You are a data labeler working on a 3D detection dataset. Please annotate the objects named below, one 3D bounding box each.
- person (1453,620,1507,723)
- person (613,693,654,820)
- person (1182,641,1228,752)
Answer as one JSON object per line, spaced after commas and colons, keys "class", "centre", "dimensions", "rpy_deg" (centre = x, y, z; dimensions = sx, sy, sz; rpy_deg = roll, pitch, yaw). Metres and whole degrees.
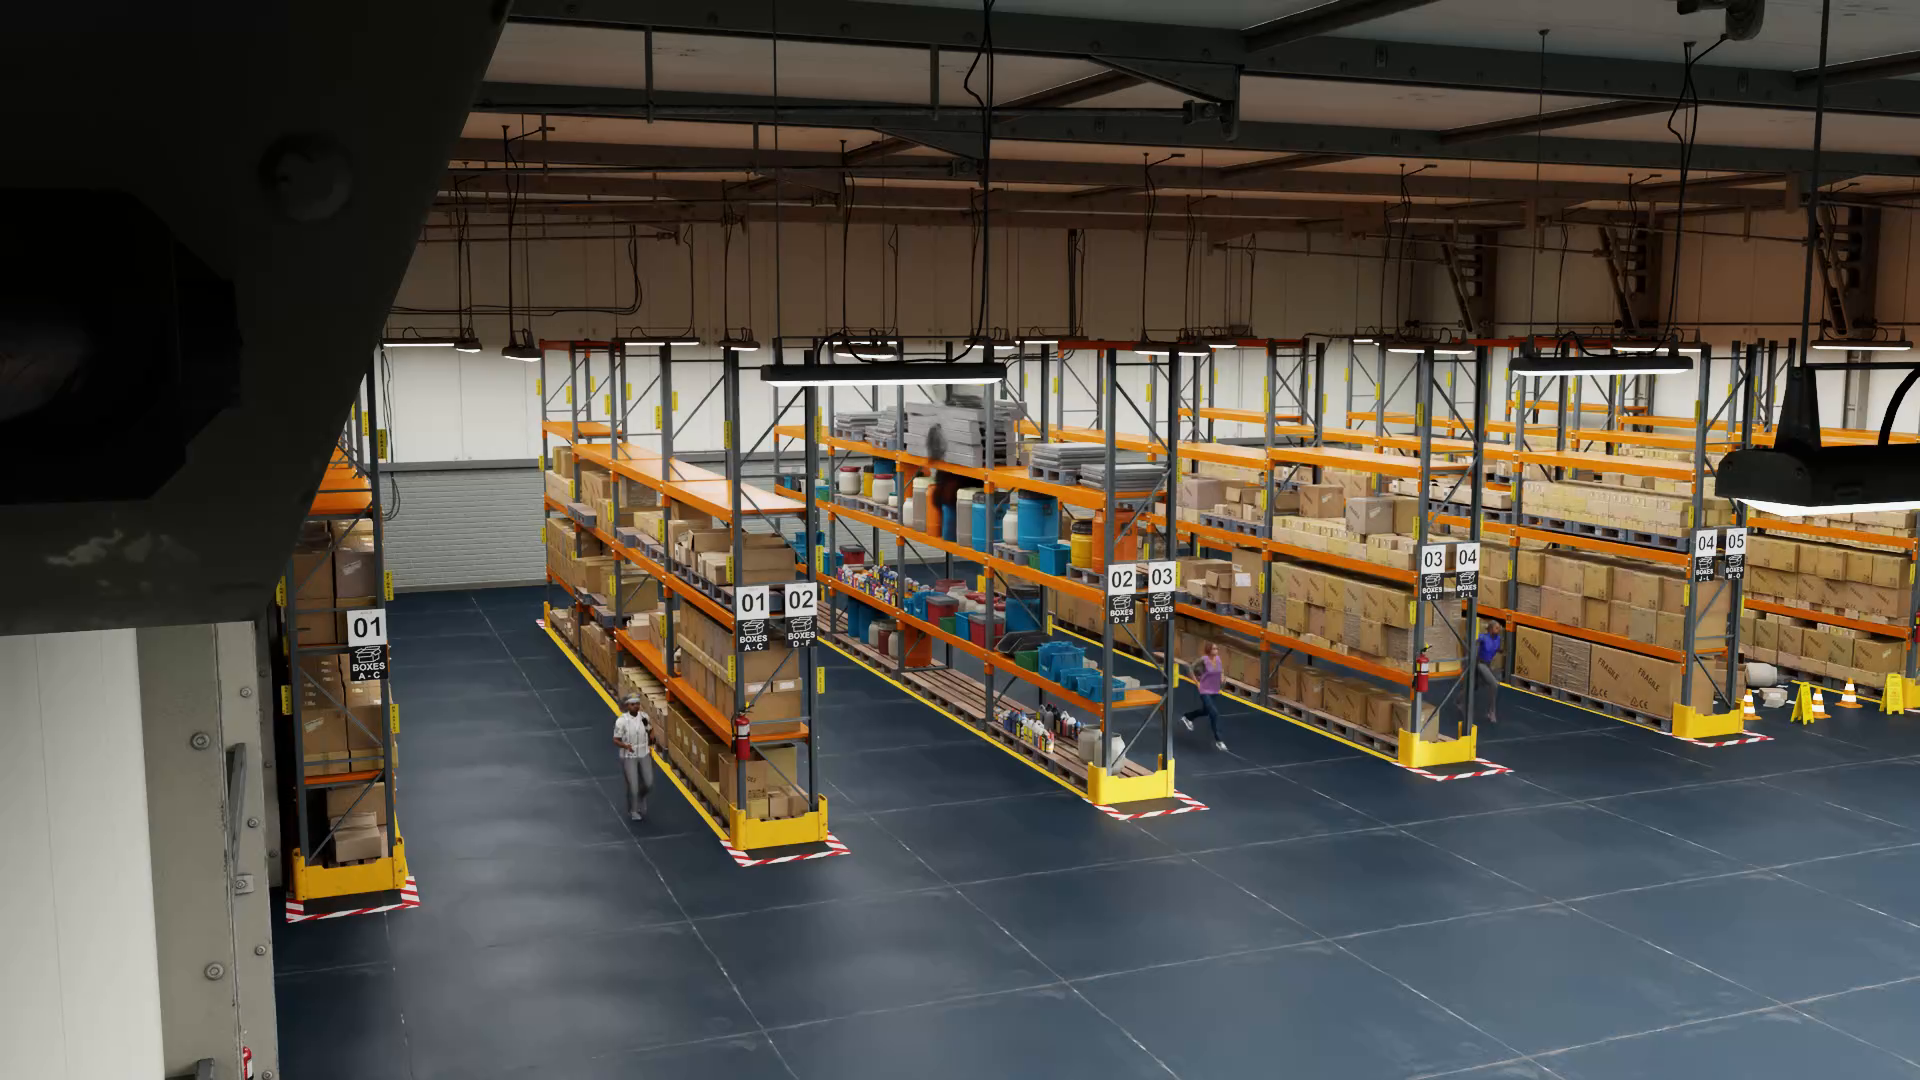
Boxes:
{"class": "person", "centre": [8.352, 2.124, 26.730], "dimensions": [0.572, 1.551, 0.924], "rpy_deg": [-7, 10, -42]}
{"class": "person", "centre": [-4.107, 2.759, 21.165], "dimensions": [0.566, 1.656, 0.555], "rpy_deg": [-4, 8, -27]}
{"class": "person", "centre": [3.716, 2.307, 25.038], "dimensions": [0.495, 1.616, 1.017], "rpy_deg": [-6, 9, -38]}
